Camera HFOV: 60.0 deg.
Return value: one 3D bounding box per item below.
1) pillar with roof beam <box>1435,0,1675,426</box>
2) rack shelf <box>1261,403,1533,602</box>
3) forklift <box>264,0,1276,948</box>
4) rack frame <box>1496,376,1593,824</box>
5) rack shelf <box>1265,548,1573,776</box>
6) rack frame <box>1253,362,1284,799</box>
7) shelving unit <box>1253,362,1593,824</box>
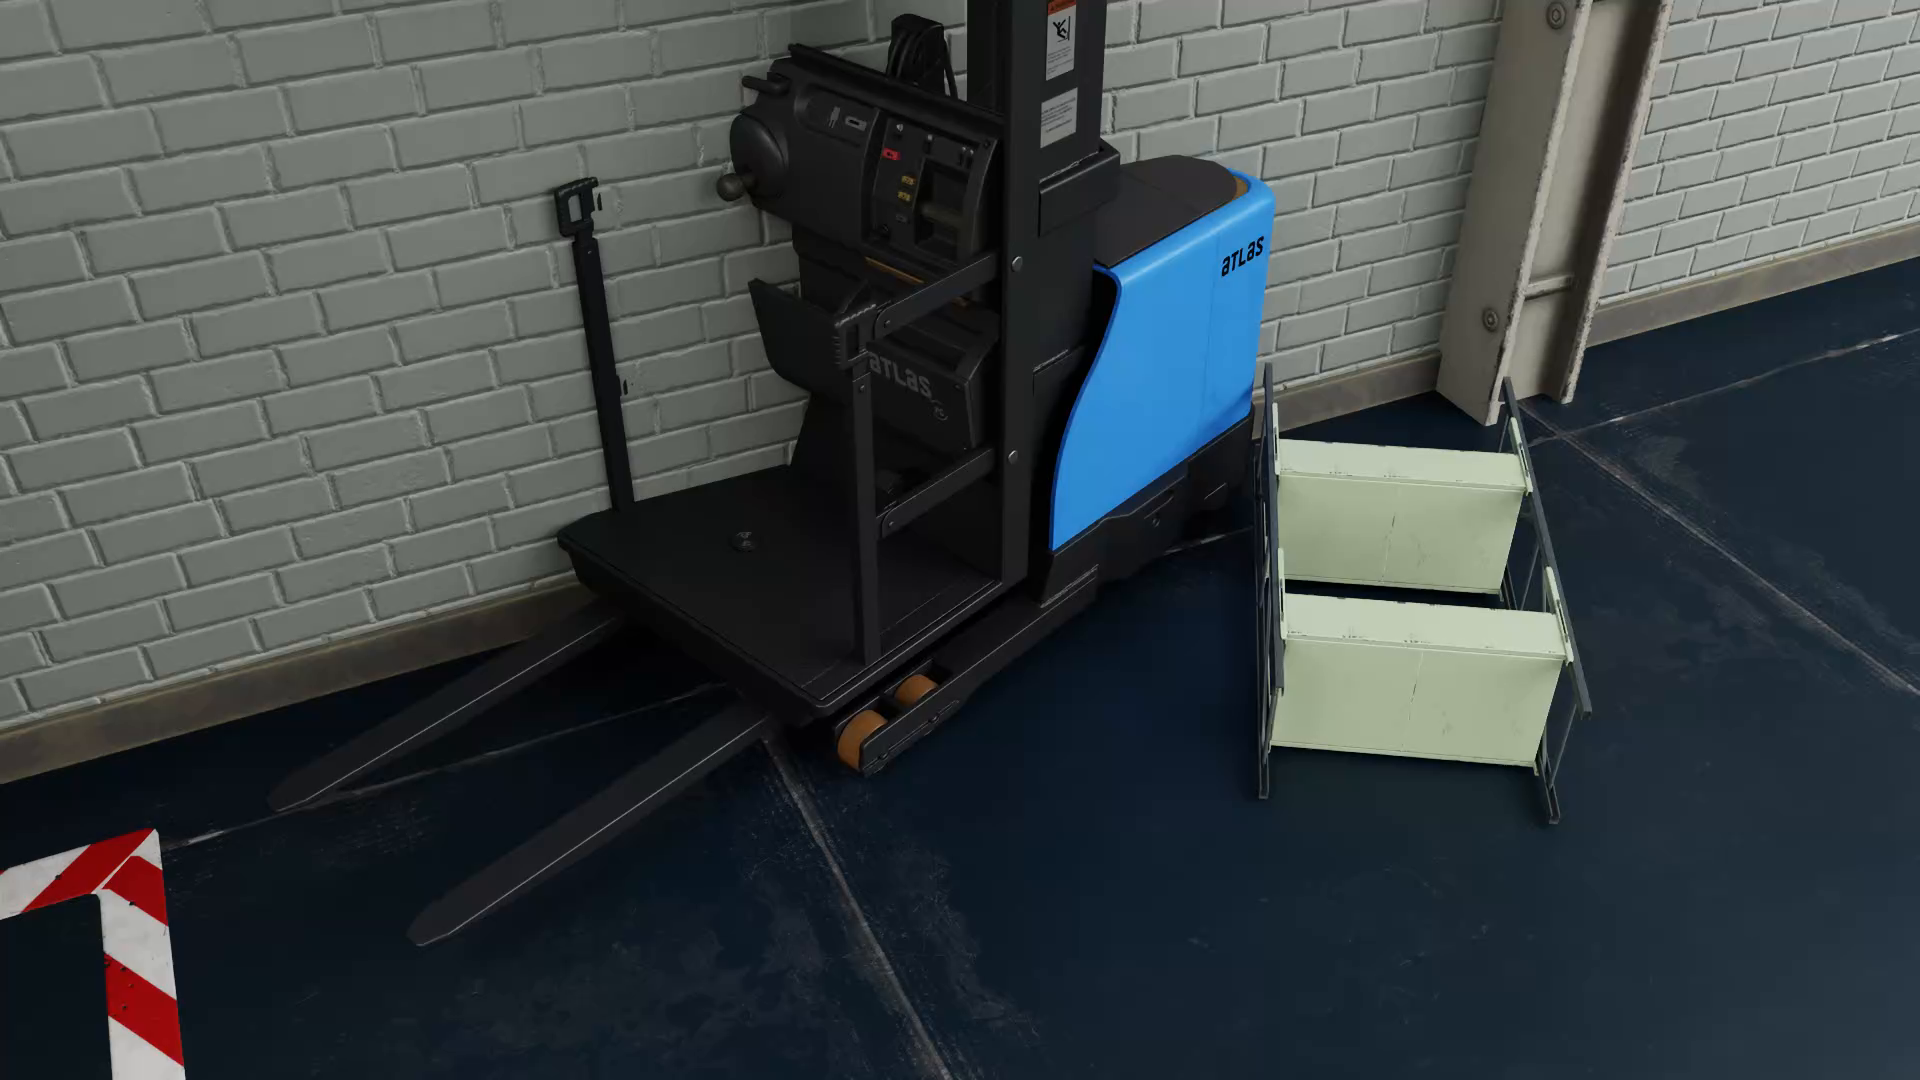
[{"bbox_3d":[3.769,-1.821,0.152,0.400,9.000,9.100,-16,39,-20],"label":"pillar with roof beam"},{"bbox_3d":[1.285,-0.117,5.000,0.720,0.431,0.370,4,38,6],"label":"rack shelf"},{"bbox_3d":[-0.422,-0.901,4.004,1.130,2.935,3.031,28,45,33],"label":"forklift"},{"bbox_3d":[1.607,0.109,4.707,0.023,0.400,1.500,4,38,6],"label":"rack frame"},{"bbox_3d":[1.195,0.322,4.441,0.720,0.431,0.370,4,38,6],"label":"rack shelf"},{"bbox_3d":[0.881,0.057,4.784,0.023,0.400,1.500,4,38,6],"label":"rack frame"},{"bbox_3d":[1.244,0.083,4.746,0.755,0.431,1.500,4,38,6],"label":"shelving unit"}]
